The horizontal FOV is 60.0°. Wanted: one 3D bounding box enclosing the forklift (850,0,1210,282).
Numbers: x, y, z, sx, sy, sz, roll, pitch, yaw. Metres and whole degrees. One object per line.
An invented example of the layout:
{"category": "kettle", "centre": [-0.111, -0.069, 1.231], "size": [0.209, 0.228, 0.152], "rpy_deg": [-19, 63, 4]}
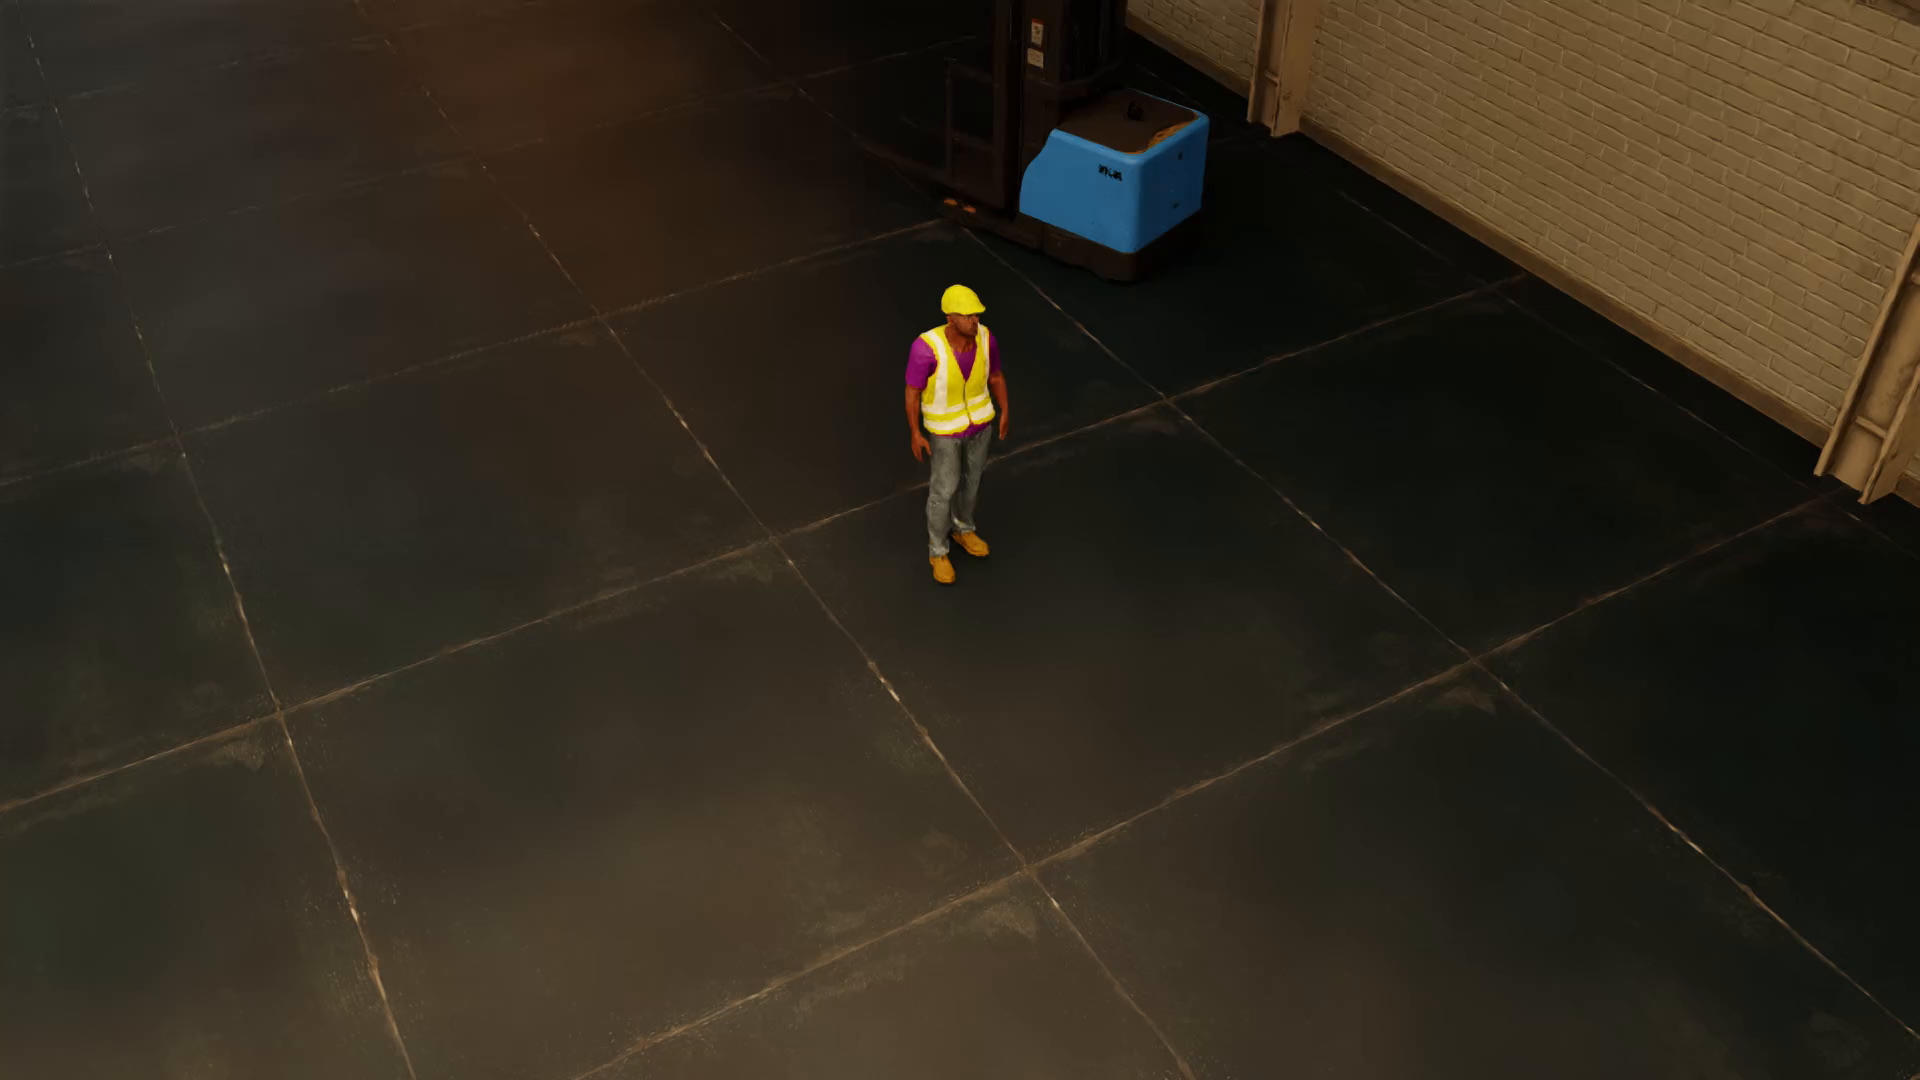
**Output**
{"category": "forklift", "centre": [0.444, -3.875, 12.708], "size": [3.031, 2.935, 1.130], "rpy_deg": [28, 47, 30]}

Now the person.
{"category": "person", "centre": [0.030, -0.645, 9.715], "size": [0.665, 1.766, 0.576], "rpy_deg": [-20, 44, -23]}
